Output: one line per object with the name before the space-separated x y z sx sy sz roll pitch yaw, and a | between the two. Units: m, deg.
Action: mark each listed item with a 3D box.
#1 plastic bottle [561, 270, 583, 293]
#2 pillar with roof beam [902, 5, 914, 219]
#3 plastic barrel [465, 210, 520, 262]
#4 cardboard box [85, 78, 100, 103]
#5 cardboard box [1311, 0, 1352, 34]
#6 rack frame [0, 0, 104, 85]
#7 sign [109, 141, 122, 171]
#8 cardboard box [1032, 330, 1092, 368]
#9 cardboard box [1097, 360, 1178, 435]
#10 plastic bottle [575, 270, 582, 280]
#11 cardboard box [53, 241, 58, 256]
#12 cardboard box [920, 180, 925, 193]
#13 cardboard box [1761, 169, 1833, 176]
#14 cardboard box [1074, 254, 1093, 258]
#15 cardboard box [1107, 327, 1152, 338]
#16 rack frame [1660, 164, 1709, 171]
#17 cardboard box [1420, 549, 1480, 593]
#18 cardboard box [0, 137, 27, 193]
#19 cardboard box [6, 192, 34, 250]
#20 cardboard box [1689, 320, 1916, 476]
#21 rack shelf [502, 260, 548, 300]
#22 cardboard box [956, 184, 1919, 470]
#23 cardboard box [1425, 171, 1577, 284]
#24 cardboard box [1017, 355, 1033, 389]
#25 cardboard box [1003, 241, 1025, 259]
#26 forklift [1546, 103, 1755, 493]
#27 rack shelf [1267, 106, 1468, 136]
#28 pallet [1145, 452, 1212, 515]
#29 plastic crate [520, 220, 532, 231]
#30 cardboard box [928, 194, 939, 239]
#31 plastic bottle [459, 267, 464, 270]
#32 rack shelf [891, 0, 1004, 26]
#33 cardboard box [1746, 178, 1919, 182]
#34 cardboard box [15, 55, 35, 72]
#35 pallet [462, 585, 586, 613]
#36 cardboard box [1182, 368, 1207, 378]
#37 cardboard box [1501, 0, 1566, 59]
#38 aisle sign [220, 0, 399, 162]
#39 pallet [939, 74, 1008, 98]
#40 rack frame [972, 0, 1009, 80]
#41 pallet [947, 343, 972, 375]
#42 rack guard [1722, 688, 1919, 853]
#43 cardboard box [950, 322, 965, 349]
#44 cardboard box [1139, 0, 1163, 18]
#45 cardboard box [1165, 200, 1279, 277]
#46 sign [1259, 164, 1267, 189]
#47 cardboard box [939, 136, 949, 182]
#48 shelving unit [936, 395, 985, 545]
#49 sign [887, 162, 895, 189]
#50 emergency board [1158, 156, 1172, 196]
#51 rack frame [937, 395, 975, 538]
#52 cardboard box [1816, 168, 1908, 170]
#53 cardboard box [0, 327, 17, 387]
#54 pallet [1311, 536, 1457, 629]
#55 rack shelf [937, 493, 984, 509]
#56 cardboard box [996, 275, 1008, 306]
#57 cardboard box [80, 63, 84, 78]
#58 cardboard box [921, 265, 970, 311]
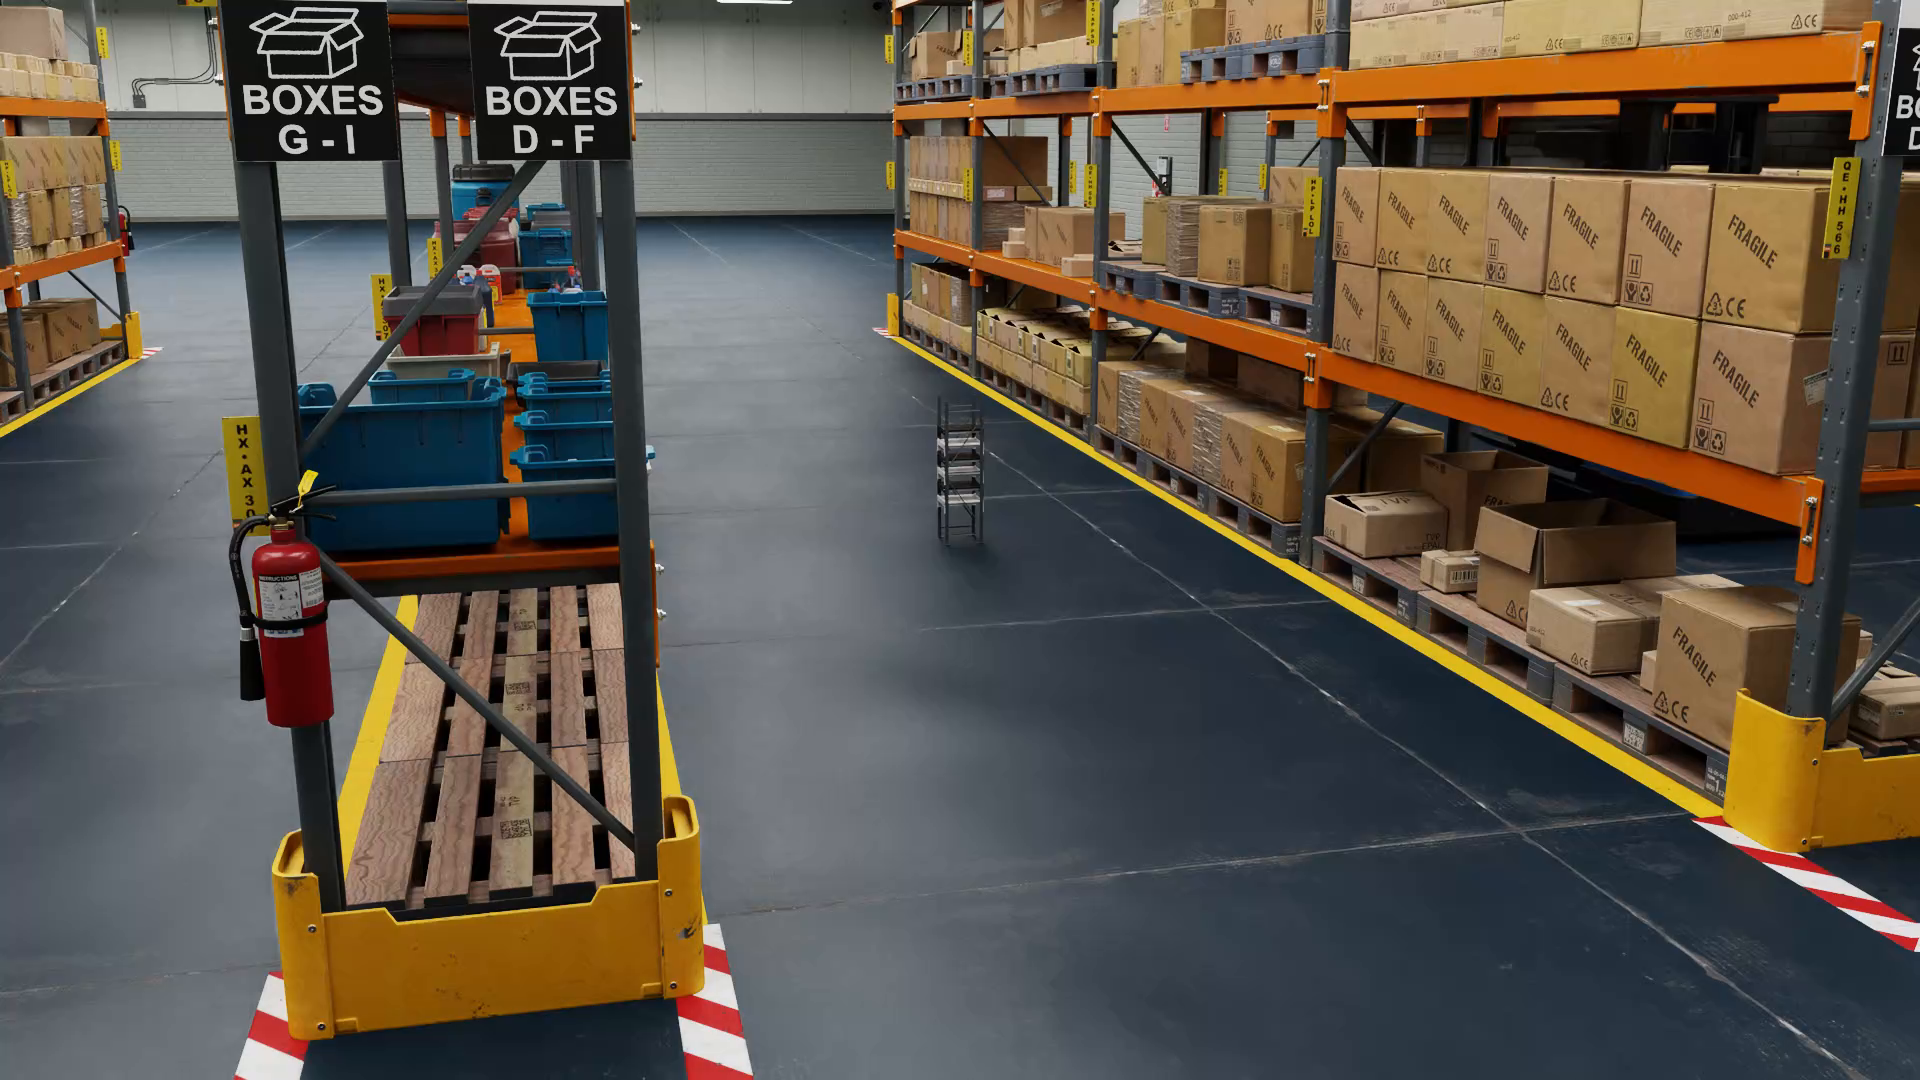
plastic bottle | -2.406 -1.500 10.351 0.144 0.351 0.185 -3 14 -13
pillar with roof beam | -5.730 -13.849 48.153 9.100 9.000 0.400 -3 14 -13
plastic barrel | -4.011 -2.556 14.284 0.433 0.535 0.433 0 14 0
cardboard box | -9.589 -4.826 17.858 0.500 0.250 0.500 -3 14 -12
cardboard box | 2.453 -3.201 9.582 0.600 0.600 0.600 -5 14 -19
rack frame | -9.949 -6.453 17.881 1.000 3.000 0.127 -3 14 -13
sign | -9.405 -4.282 18.526 0.100 0.325 0.005 -3 14 -13
cardboard box | 0.953 -1.729 14.911 0.500 0.311 0.500 -3 14 -14
cardboard box | 1.389 -1.123 13.045 0.500 0.500 0.500 -3 14 -11
plastic bottle | -2.637 -1.712 11.385 0.097 0.271 0.097 0 14 0
cardboard box | -9.085 -2.848 16.292 0.380 0.149 0.250 -3 14 -13
cardboard box | -0.257 -4.175 19.618 0.380 0.149 0.250 -4 14 -14
cardboard box | 6.478 -2.731 12.825 0.500 0.250 0.500 -3 14 -13
cardboard box | 1.206 -2.414 14.517 0.380 0.149 0.250 -2 14 -9
cardboard box | 1.473 -1.761 15.043 0.500 0.311 0.500 -4 14 -15
rack frame | 6.374 -2.522 14.429 1.000 3.000 0.127 -3 14 -13
cardboard box | 2.601 0.148 8.543 0.380 0.166 0.250 -3 14 -13
cardboard box | -8.868 -3.413 15.133 0.500 0.500 0.500 -3 14 -13
cardboard box | -9.055 -2.917 15.208 0.875 0.500 0.500 -3 14 -13
cardboard box | 3.069 -0.536 6.091 0.500 0.500 0.500 -3 14 -11
rack shelf | -3.725 -2.211 14.111 0.919 0.052 3.809 -3 14 -13
cardboard box | 1.926 -2.064 12.031 0.897 0.649 12.982 -3 14 -13
cardboard box | 2.578 -1.494 7.906 0.500 0.500 0.500 -4 14 -15
cardboard box | 0.836 -1.574 15.460 0.500 0.250 0.500 -3 14 -12
cardboard box | 0.630 -2.830 16.219 0.380 0.149 0.250 -3 14 -13
forklift | 5.403 -2.067 12.711 3.258 2.935 5.269 -3 14 -12
rack shelf | 4.965 -5.014 19.824 1.077 0.370 4.000 -3 14 -13
pallet | 1.982 -0.435 11.763 1.003 0.211 1.213 -3 14 -13
plastic crate | -4.194 -2.990 16.477 0.767 0.338 0.504 -3 14 -13
cardboard box | 0.017 -3.795 19.429 0.700 0.500 0.500 -3 14 -13
plastic bottle | -3.468 -1.761 11.586 0.097 0.271 0.097 0 14 0
rack shelf | 0.151 -6.000 18.382 1.077 0.370 4.000 -3 14 -13
cardboard box | 3.461 -1.171 6.582 0.500 0.500 0.500 -3 14 -13
cardboard box | -9.035 -4.528 15.798 0.380 0.149 0.250 -4 14 -14
pallet | -2.457 0.127 9.461 1.003 0.211 1.213 -3 14 -13
cardboard box | 2.008 -1.042 12.711 0.500 0.500 0.500 -3 14 -11
cardboard box | 2.723 -2.234 7.248 0.500 0.250 0.500 -3 14 -13
aisle sign | -1.645 -1.354 4.172 0.394 0.787 0.004 -3 14 -13
pallet | 0.395 -4.777 17.527 1.003 0.211 1.213 -3 14 -13
rack frame | 0.621 -6.082 16.361 1.000 3.000 0.127 -3 14 -13
pallet | 0.474 -1.999 18.164 1.003 0.211 1.213 -3 14 -13
rack guard | 3.421 0.797 6.110 1.175 0.500 0.348 -3 14 -13
cardboard box | 0.191 -2.247 18.212 0.500 0.250 0.500 -3 14 -13
cardboard box | 1.656 -4.135 12.396 0.500 0.500 0.500 -3 14 -13
cardboard box | 1.847 -2.137 11.758 0.700 0.500 0.500 -1 14 -3
sign | 3.968 -4.758 21.757 0.100 0.325 0.005 -3 14 -13
cardboard box | 0.156 -4.296 18.746 0.700 0.500 0.500 -3 14 -13
shelving unit | 0.002 -0.435 10.313 0.258 0.900 0.210 -3 14 -13
sign | -0.860 -4.520 20.617 0.100 0.325 0.005 -3 14 -13
emergency board | 3.548 -6.211 29.528 0.194 1.169 0.643 -3 14 -13
rack frame | -0.022 -0.459 10.409 0.240 0.900 0.006 -3 14 -13
cardboard box | -1.974 -4.068 3.990 22.126 7.041 12.066 -4 14 -15
cardboard box | -9.065 -1.701 15.450 0.500 0.500 0.500 -4 14 -15
pallet | 2.660 0.191 9.201 1.003 0.211 1.213 -3 14 -13
rack shelf | 0.002 -0.228 10.363 0.258 0.077 0.200 -3 14 -13
cardboard box | 0.691 -2.640 18.240 0.500 0.500 0.500 -3 14 -13
cardboard box | -9.463 -4.947 17.511 0.380 0.149 0.250 -4 14 -16
cardboard box | -0.160 -2.957 19.539 0.500 0.500 0.500 -3 14 -13
